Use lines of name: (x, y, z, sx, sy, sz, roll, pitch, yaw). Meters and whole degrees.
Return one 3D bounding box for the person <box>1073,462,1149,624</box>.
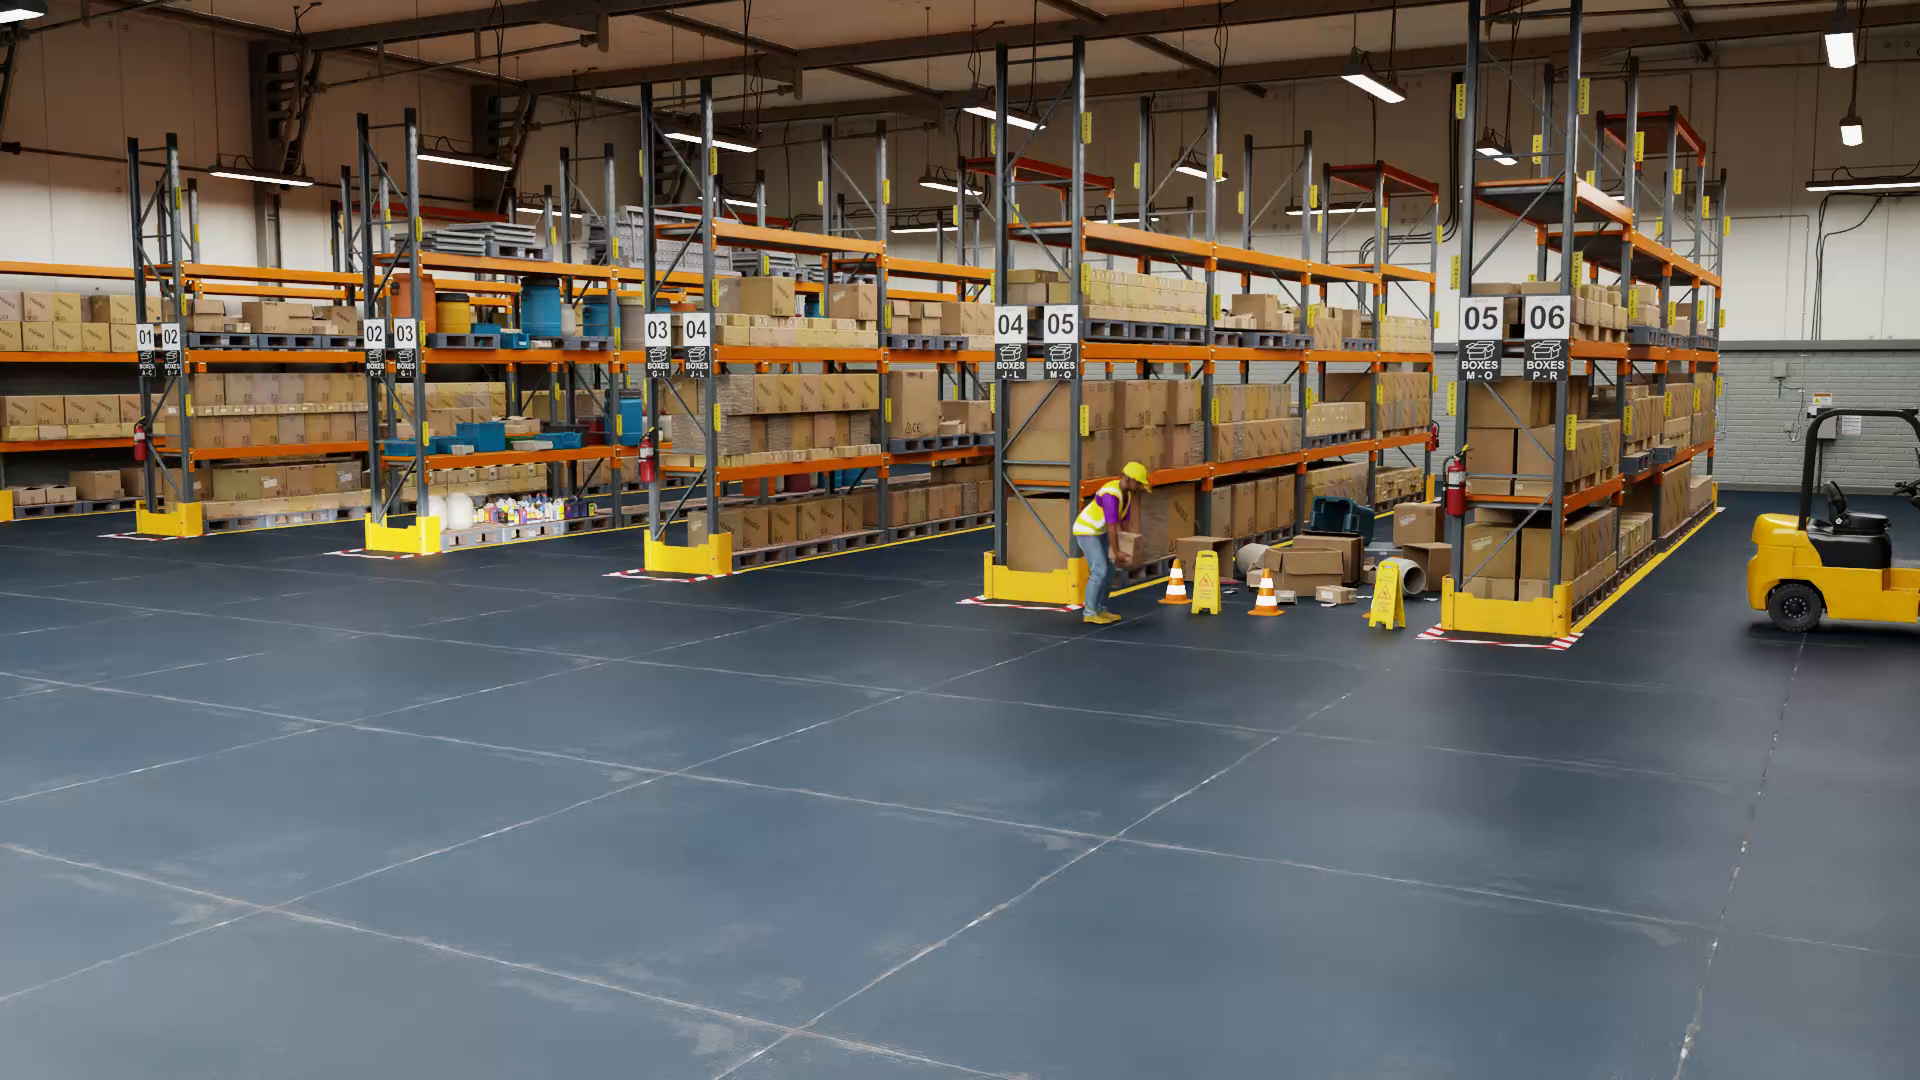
person: (1.513, 0.024, 16.554, 0.749, 1.608, 0.480, 3, 7, 27)
